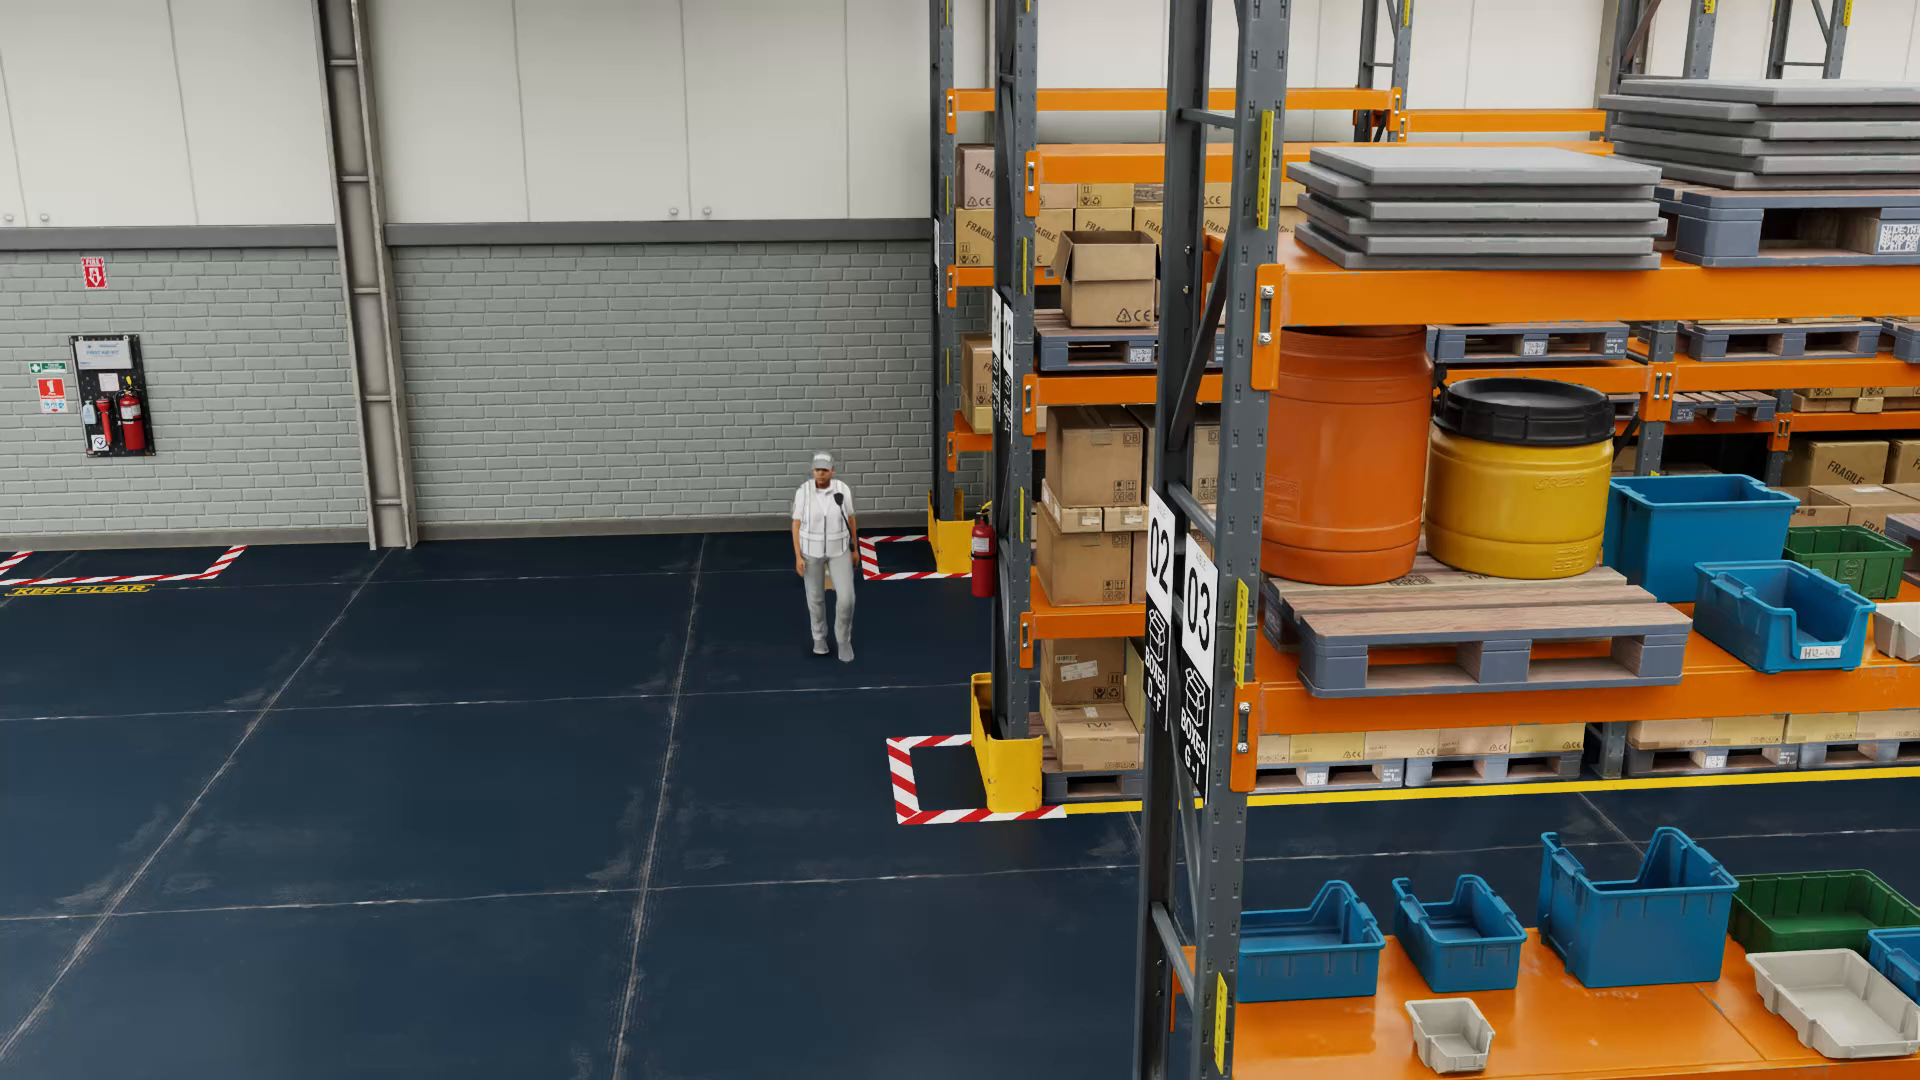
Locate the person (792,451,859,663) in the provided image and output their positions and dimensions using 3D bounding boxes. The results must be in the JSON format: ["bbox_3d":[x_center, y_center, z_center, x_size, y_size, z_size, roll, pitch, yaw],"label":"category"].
[{"bbox_3d":[-1.052,0.146,13.069,0.521,1.717,0.501,-1,17,-4],"label":"person"}]
